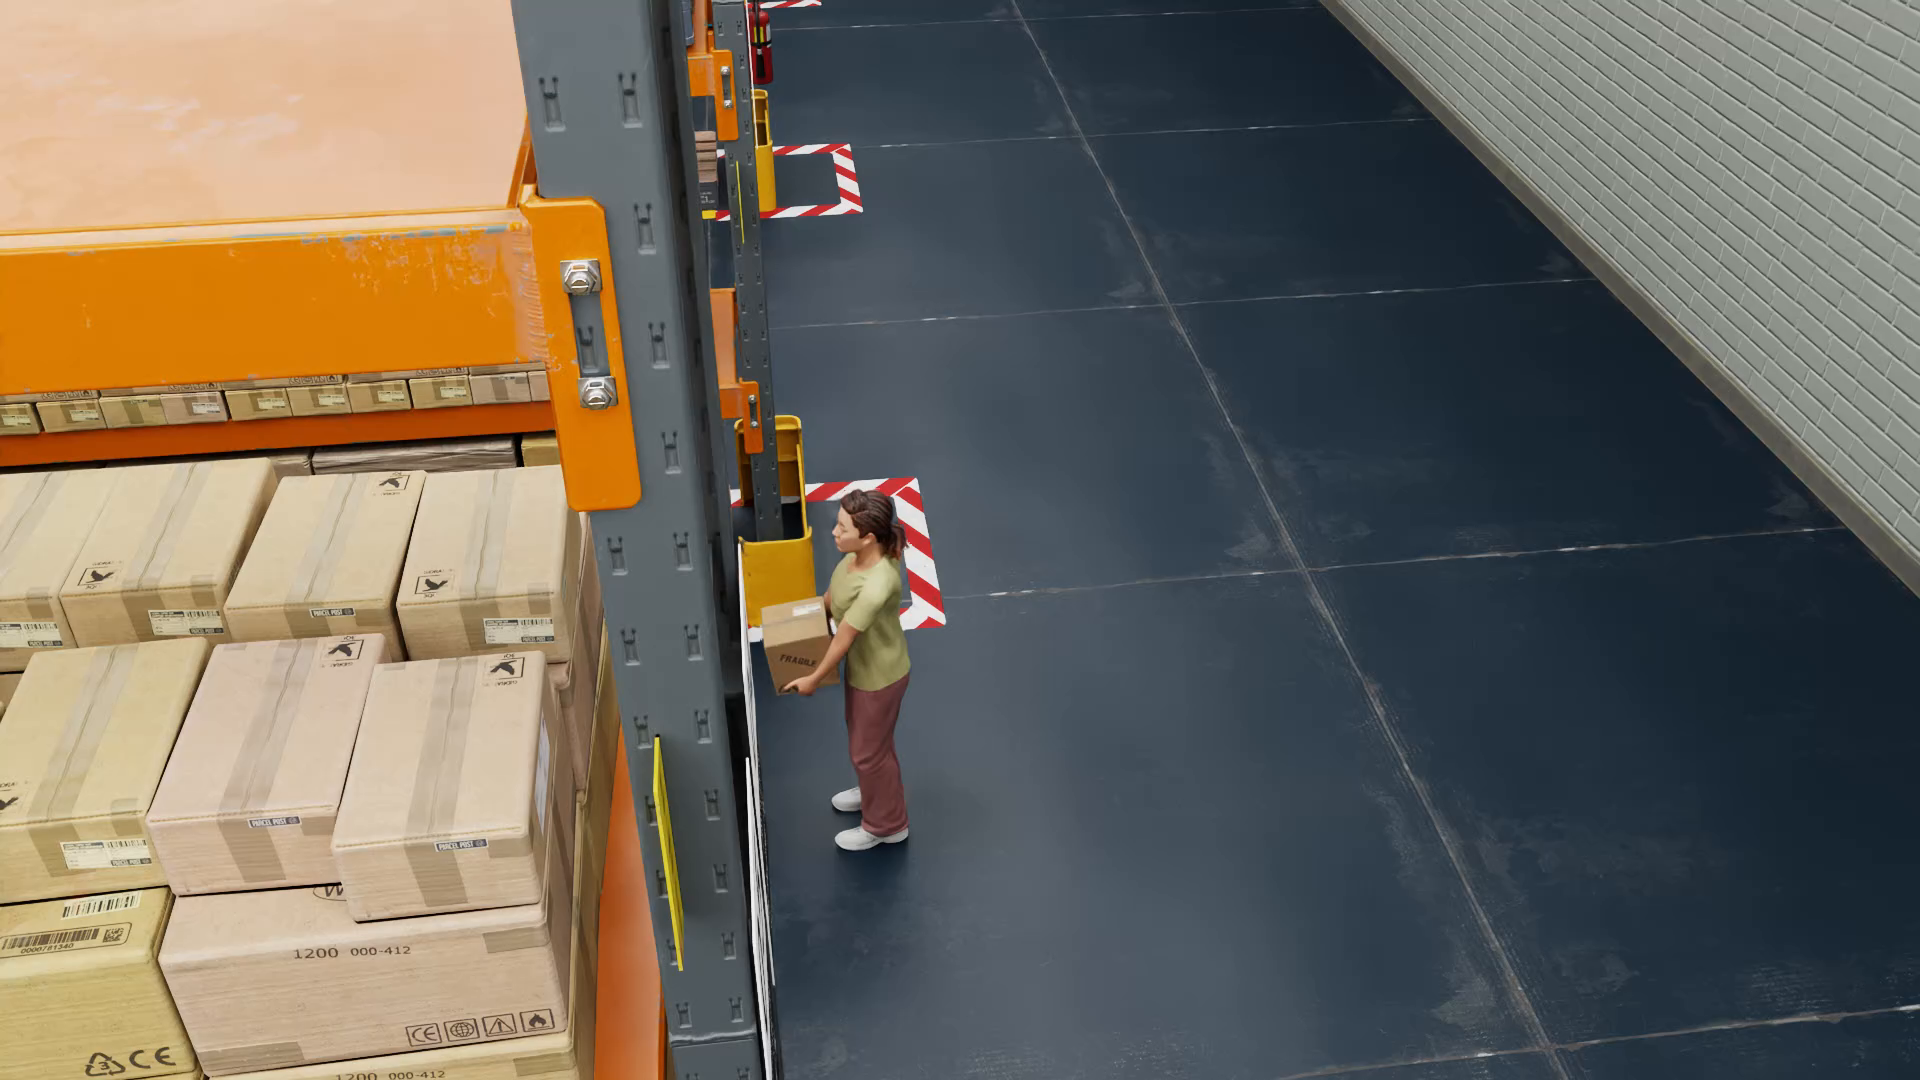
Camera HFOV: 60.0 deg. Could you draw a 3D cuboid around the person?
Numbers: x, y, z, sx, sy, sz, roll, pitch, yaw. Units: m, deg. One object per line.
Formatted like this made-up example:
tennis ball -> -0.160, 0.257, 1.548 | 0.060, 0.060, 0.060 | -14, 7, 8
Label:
person -> -0.439, 0.519, 6.542 | 0.514, 1.669, 0.406 | -5, 35, -7
